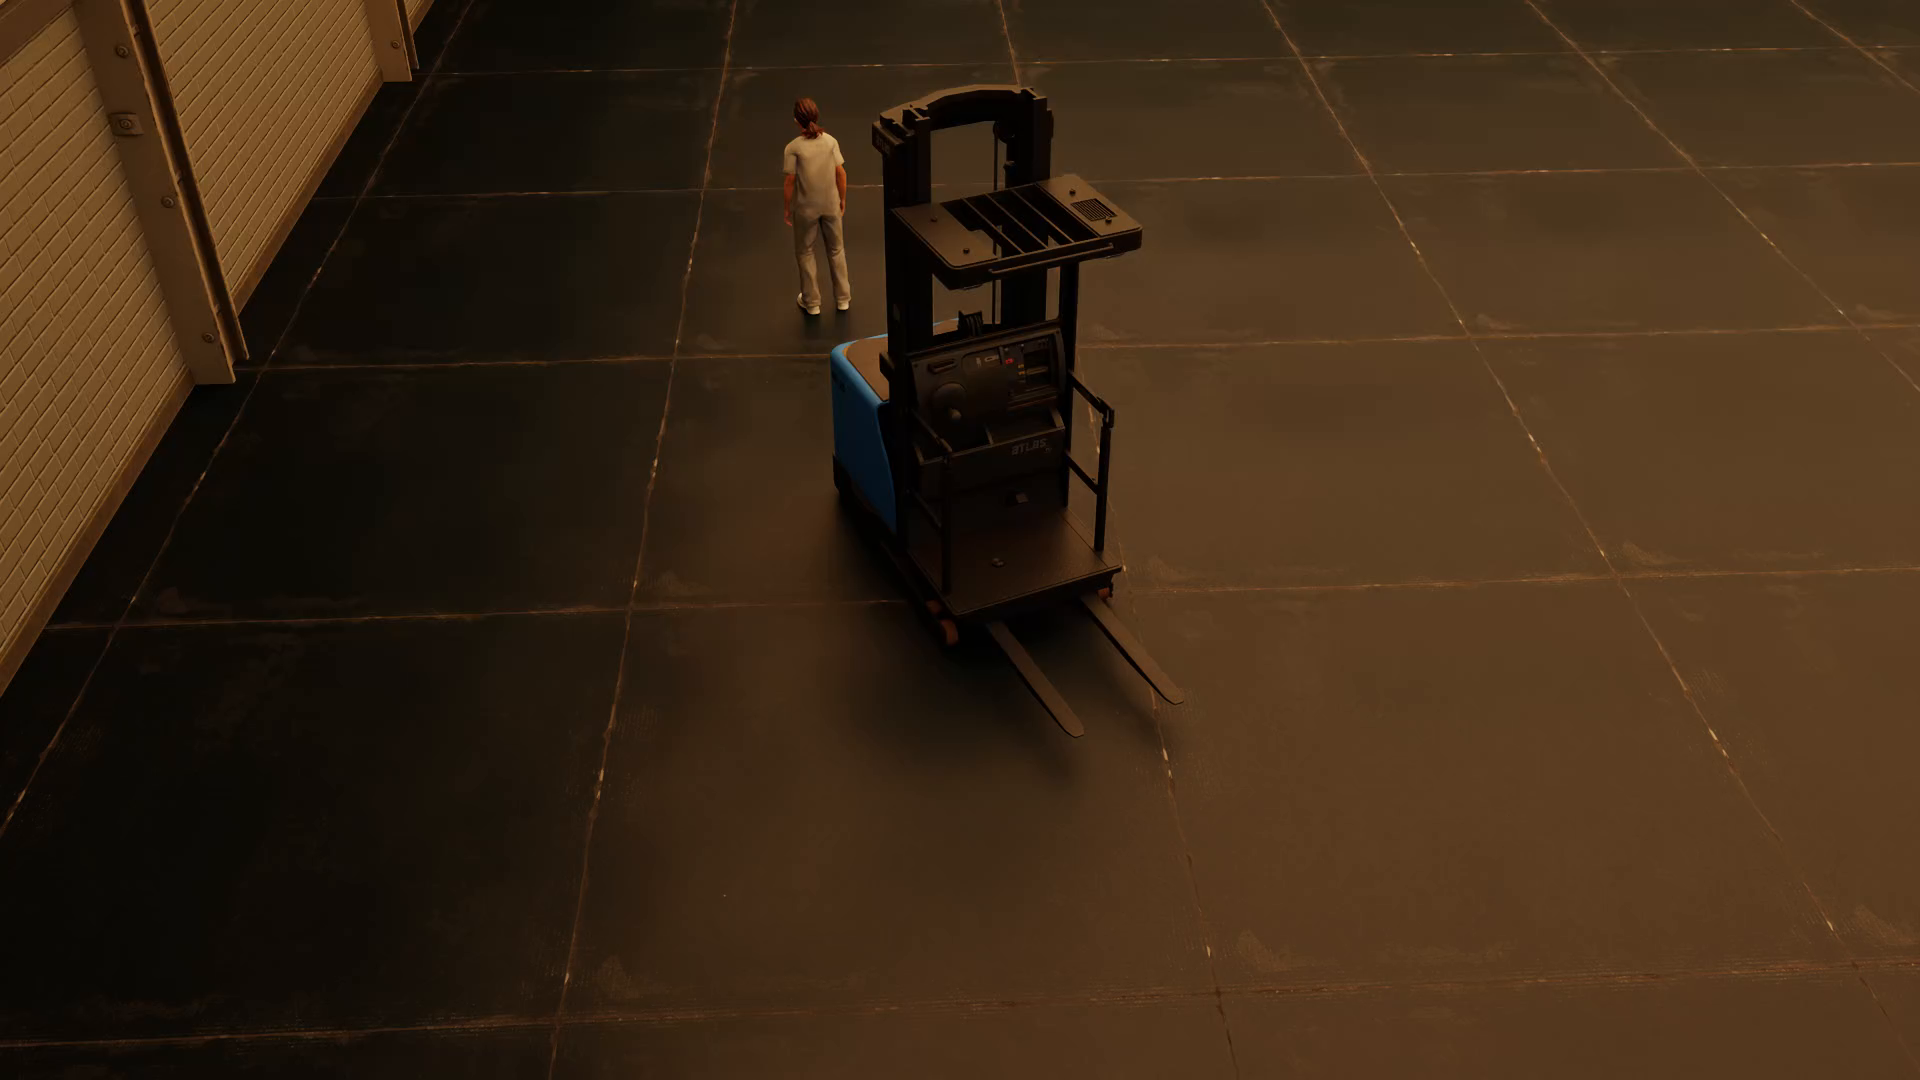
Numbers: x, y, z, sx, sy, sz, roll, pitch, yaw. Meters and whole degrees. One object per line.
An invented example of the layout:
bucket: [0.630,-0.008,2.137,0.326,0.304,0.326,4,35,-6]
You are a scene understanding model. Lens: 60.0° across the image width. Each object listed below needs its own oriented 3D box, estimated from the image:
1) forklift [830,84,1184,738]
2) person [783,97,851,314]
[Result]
forklift: [0.258,-0.860,9.192,1.130,2.935,3.031,-15,39,-20]
person: [-1.080,-2.501,12.514,0.515,1.672,0.360,-13,38,-17]
